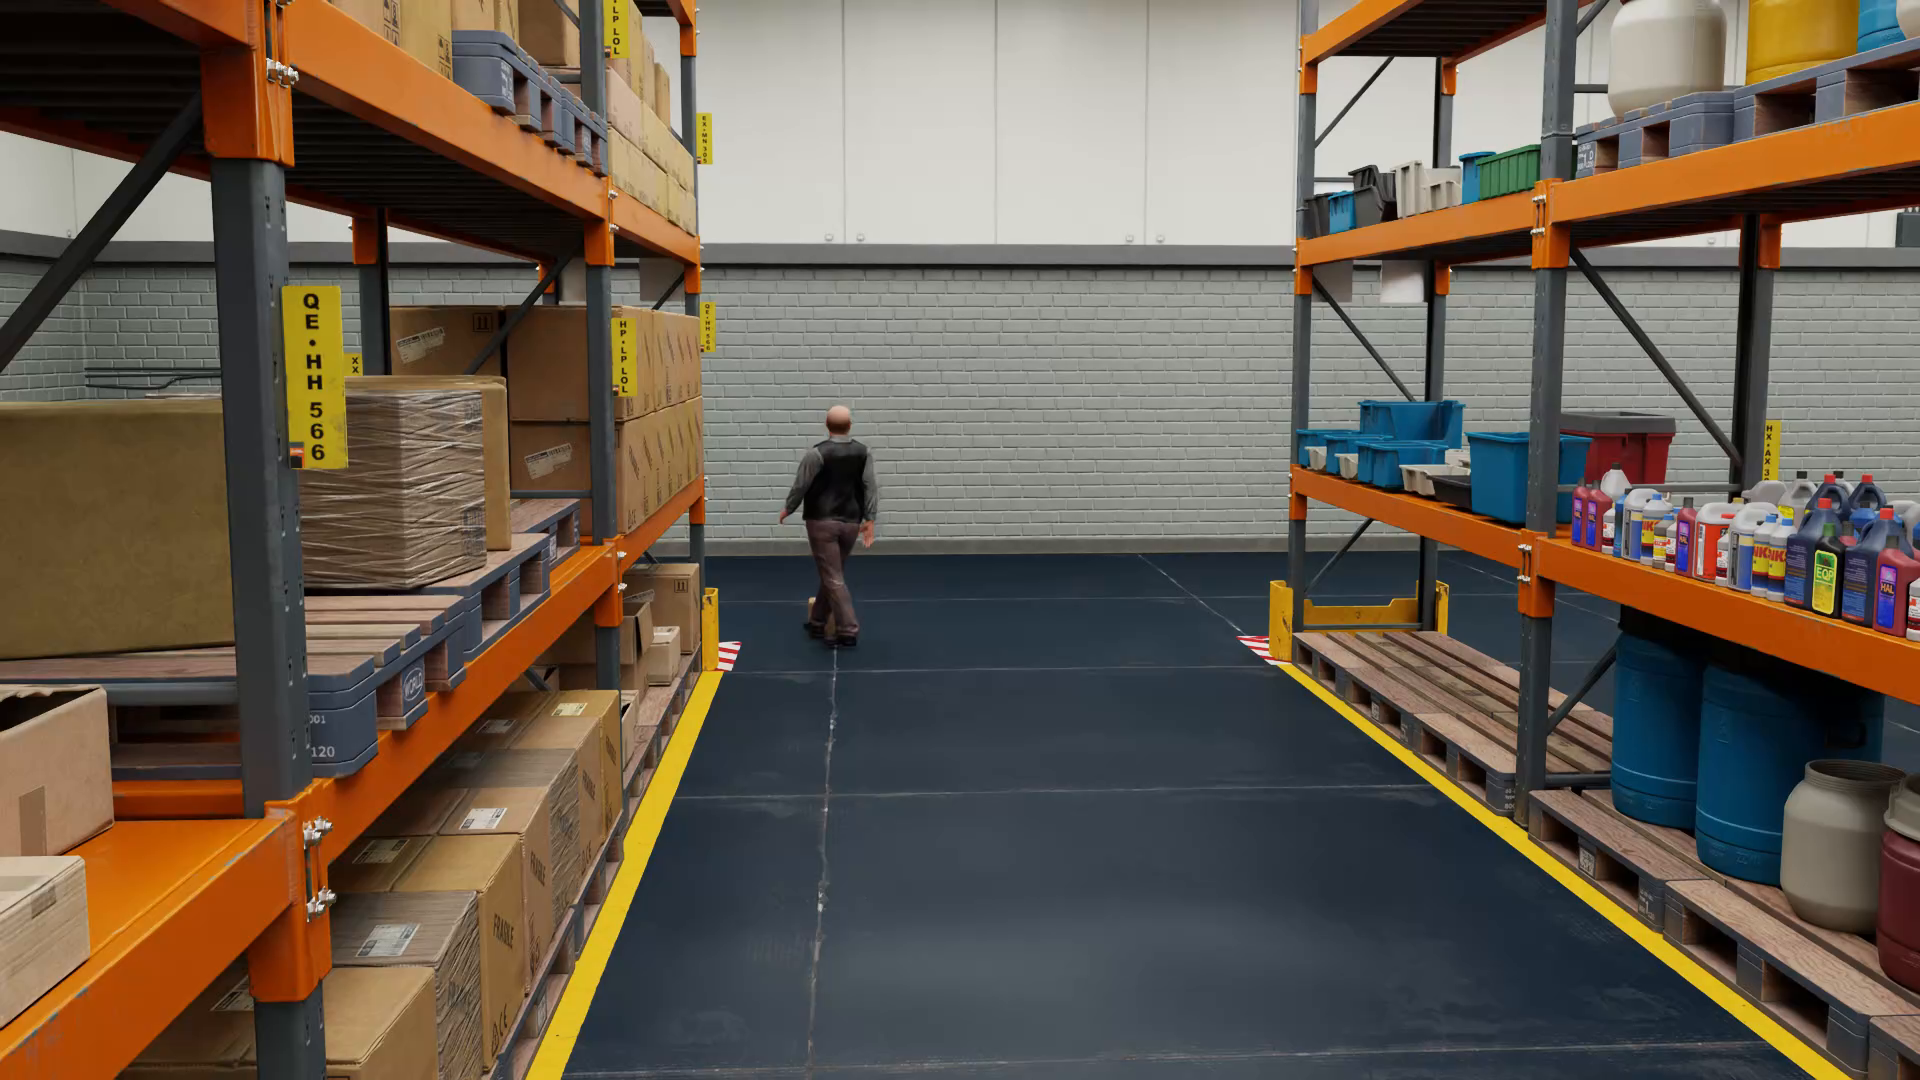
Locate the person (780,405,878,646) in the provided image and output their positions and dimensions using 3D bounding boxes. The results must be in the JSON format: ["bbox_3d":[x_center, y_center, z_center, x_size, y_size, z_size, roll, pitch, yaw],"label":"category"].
[{"bbox_3d":[-0.958,-0.123,11.812,0.578,1.674,0.902,-5,8,-35],"label":"person"}]
